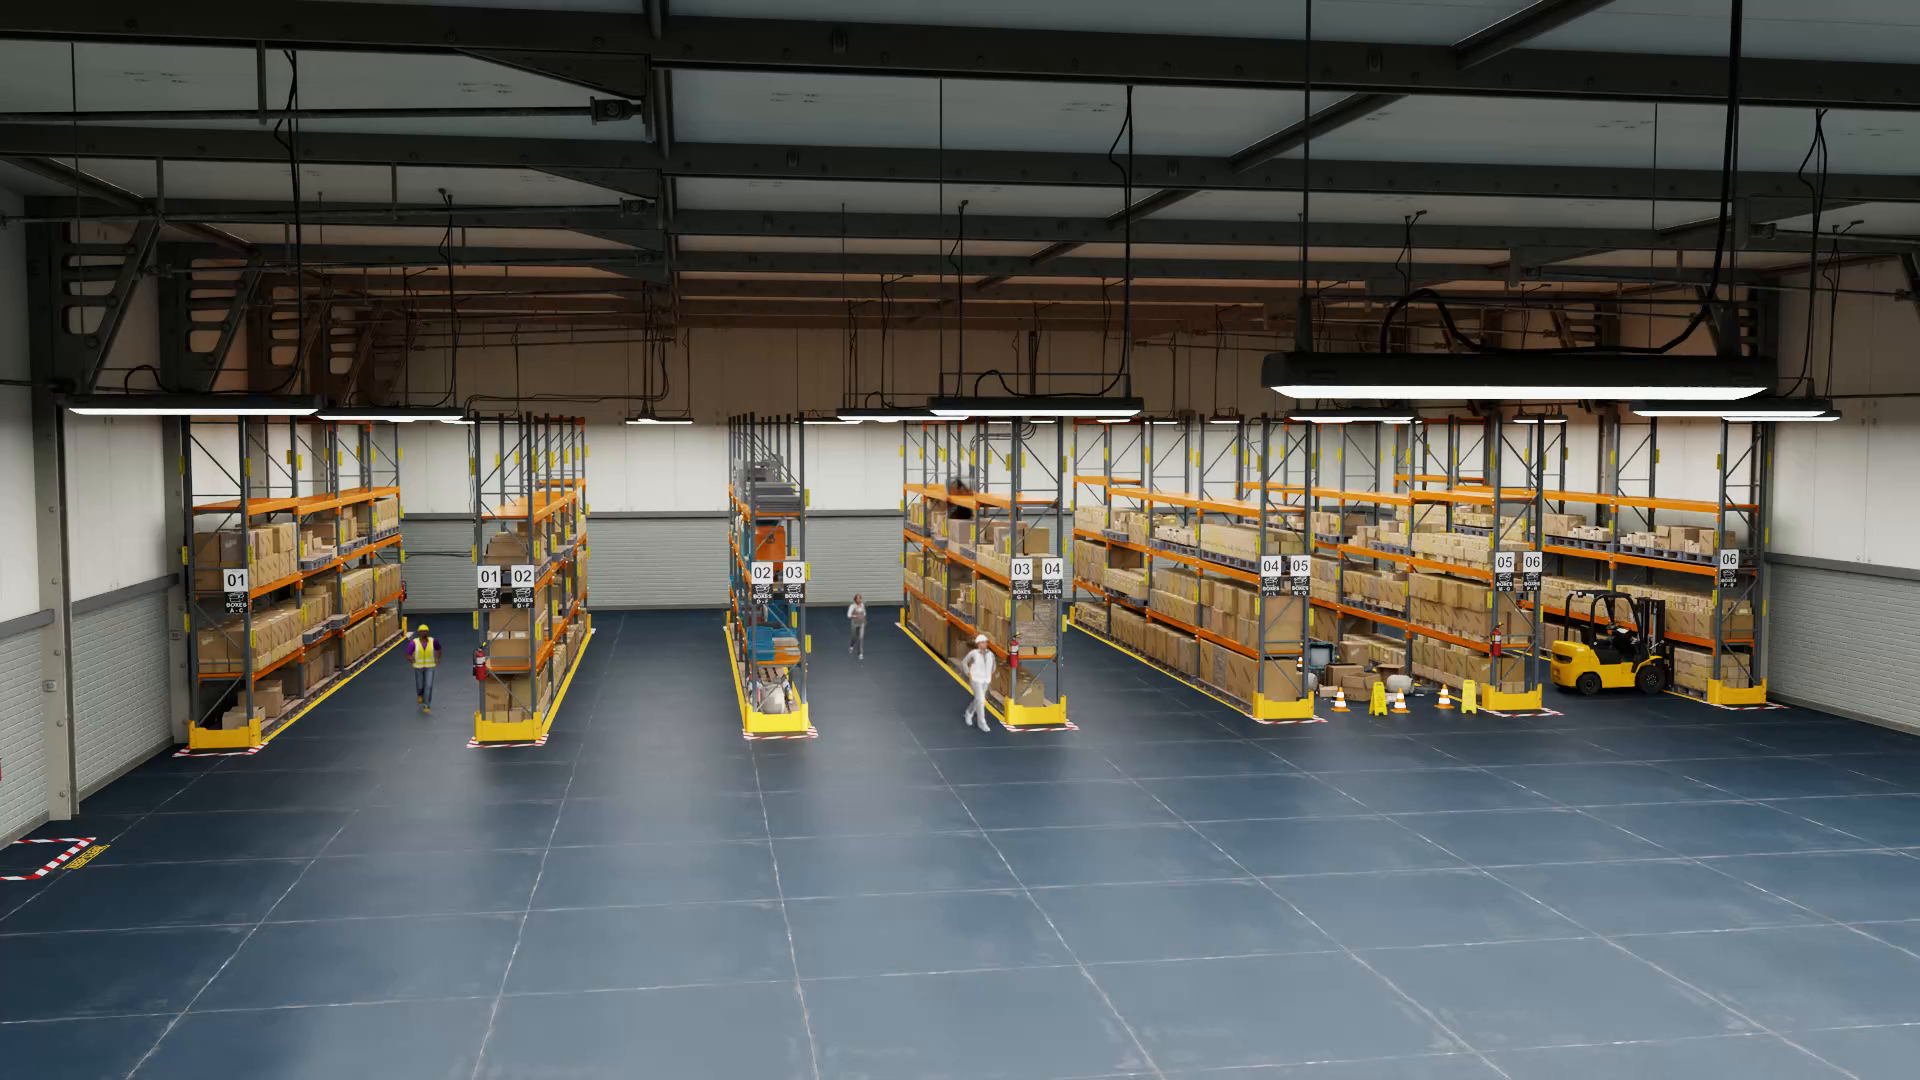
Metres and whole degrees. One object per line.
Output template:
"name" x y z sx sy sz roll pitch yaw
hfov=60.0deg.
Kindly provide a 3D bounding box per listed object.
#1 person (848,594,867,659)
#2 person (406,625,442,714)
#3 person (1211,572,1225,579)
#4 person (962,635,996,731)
"person" -2.544 2.119 41.097 0.539 1.582 0.851 -2 4 -22
"person" -10.754 2.569 33.390 0.699 1.752 0.923 -1 4 -21
"person" 7.797 1.449 50.658 0.936 1.630 0.639 0 4 1
"person" 0.393 2.667 31.491 0.647 1.774 0.901 -3 5 -36
